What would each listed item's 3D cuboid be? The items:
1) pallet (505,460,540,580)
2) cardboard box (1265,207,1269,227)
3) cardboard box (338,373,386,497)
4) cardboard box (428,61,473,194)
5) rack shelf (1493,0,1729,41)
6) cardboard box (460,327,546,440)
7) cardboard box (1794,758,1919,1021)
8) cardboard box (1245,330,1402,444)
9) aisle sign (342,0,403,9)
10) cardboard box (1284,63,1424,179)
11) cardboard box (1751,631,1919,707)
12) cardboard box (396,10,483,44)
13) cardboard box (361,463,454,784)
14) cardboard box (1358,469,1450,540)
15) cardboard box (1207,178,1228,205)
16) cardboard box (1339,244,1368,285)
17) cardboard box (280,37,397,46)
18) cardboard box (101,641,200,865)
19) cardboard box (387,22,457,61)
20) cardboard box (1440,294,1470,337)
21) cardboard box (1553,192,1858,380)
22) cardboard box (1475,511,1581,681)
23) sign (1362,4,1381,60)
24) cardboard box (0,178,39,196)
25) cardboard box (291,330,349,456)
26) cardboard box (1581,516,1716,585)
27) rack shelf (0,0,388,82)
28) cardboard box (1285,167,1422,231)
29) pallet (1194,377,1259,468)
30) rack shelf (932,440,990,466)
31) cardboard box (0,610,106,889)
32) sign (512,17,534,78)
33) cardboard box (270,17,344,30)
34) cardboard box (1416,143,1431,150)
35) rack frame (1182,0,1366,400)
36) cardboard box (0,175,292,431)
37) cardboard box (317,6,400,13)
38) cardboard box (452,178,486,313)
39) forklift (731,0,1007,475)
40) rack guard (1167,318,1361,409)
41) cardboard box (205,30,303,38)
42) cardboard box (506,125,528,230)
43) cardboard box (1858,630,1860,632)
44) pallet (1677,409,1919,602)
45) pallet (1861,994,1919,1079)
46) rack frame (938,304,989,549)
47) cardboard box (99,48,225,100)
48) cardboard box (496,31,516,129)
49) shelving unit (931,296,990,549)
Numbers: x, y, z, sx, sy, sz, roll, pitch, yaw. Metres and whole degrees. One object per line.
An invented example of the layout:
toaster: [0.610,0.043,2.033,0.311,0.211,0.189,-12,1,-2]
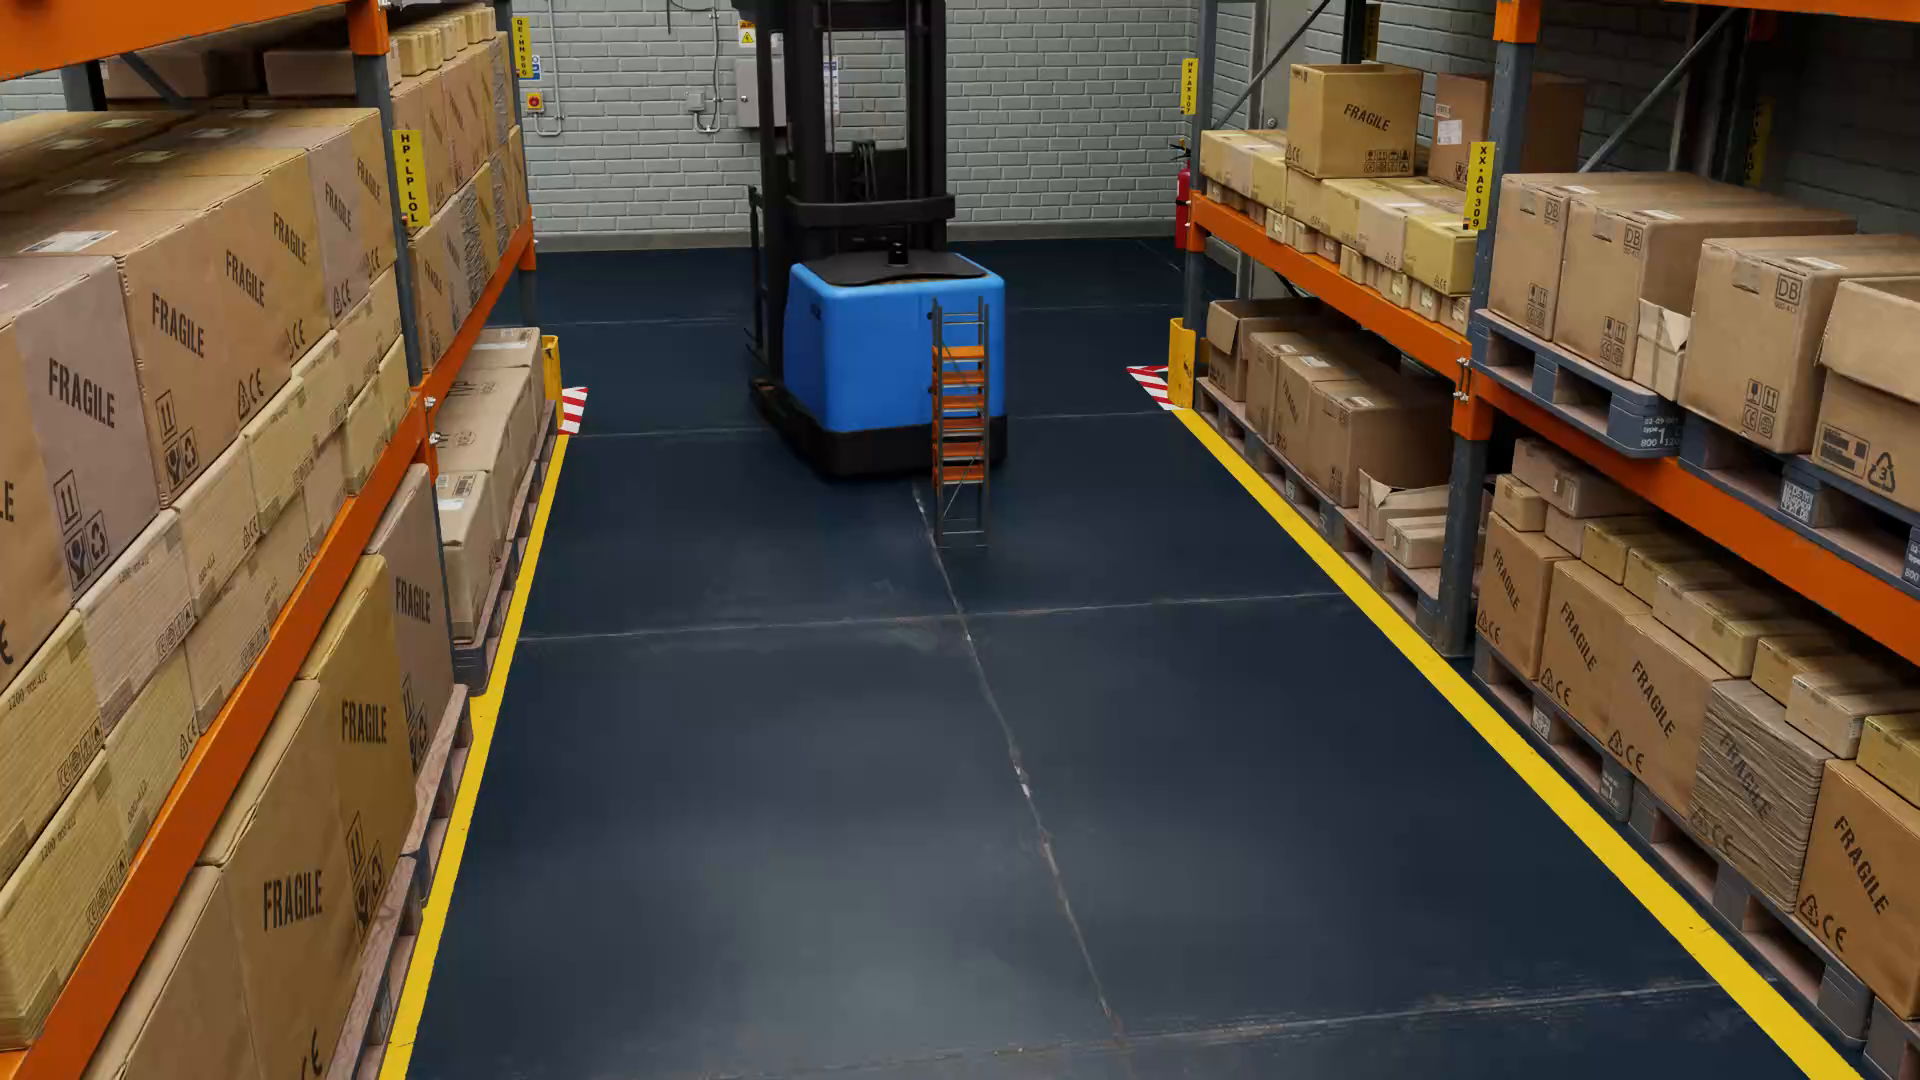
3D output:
pallet: [-2.633,-0.088,8.150,1.003,0.211,1.213,-3,21,-8]
cardboard box: [1.864,-1.738,8.940,0.380,0.149,0.250,-3,21,-7]
cardboard box: [-2.035,-0.314,4.985,0.500,0.250,0.500,-3,21,-9]
cardboard box: [-2.380,-1.749,7.040,0.500,0.500,0.500,-3,21,-7]
rack shelf: [2.202,-2.716,7.942,1.077,0.370,4.000,-3,21,-8]
cardboard box: [-2.804,-0.861,9.297,0.875,0.438,0.875,-4,21,-10]
cardboard box: [2.653,0.914,4.455,0.500,0.500,0.500,-2,21,-5]
cardboard box: [1.993,-0.851,9.181,0.700,0.500,0.500,-2,21,-6]
aisle sign: [-3.295,-3.317,9.094,0.394,0.787,0.004,-3,21,-8]
cardboard box: [1.929,-2.071,8.190,0.500,0.500,0.500,-2,21,-6]
cardboard box: [2.596,0.394,4.920,0.380,0.149,0.250,-3,21,-8]
cardboard box: [-2.572,-2.532,8.210,0.380,0.149,0.250,-2,21,-7]
cardboard box: [-2.253,0.306,5.547,0.875,0.875,0.875,-2,21,-6]
cardboard box: [2.068,-0.173,7.699,0.396,0.266,0.258,-2,21,-6]
cardboard box: [1.689,-2.095,9.897,0.380,0.149,0.250,-3,21,-8]
cardboard box: [1.998,-1.292,7.748,0.380,0.149,0.250,-3,21,-9]
cardboard box: [-2.341,-1.819,6.301,0.380,0.149,0.250,-3,21,-8]
cardboard box: [-1.758,0.393,3.092,0.500,0.250,0.500,-4,21,-9]
cardboard box: [-2.411,-2.173,7.249,0.380,0.149,0.250,-3,21,-8]
cardboard box: [2.194,-0.935,6.792,0.380,0.149,0.250,-3,21,-7]
cardboard box: [2.413,-0.841,5.437,0.700,0.500,0.500,-3,21,-7]
cardboard box: [2.337,0.198,6.372,0.500,0.500,0.500,-2,21,-5]
sign: [2.465,-3.052,9.993,0.100,0.325,0.005,-3,21,-8]
cardboard box: [-2.391,-0.525,3.762,0.500,0.500,0.500,-3,21,-9]
cardboard box: [-1.957,-0.375,4.434,0.500,0.250,0.500,-2,21,-6]
cardboard box: [2.443,0.033,5.886,0.380,0.149,0.250,-4,21,-11]
rack shelf: [-2.133,-1.079,3.560,1.077,0.370,4.000,-3,21,-8]
cardboard box: [1.956,-1.713,8.304,0.500,0.250,0.500,-3,21,-9]
pallet: [2.040,-0.731,9.873,1.003,0.211,1.213,-3,21,-8]
rack shelf: [0.002,-0.403,8.050,0.258,0.103,0.180,-3,21,-8]
cardboard box: [-1.673,0.330,2.547,0.500,0.250,0.500,-3,21,-8]
sign: [-2.459,-2.764,9.337,0.100,0.325,0.005,-3,21,-8]
cardboard box: [-3.048,-2.321,7.644,0.380,0.149,0.250,-3,21,-7]
cardboard box: [2.315,-2.085,9.300,0.500,0.250,0.500,-3,21,-8]
rack frame: [1.913,-2.340,10.195,1.000,3.000,0.127,-3,21,-8]
cardboard box: [-1.883,-0.543,3.811,0.500,0.500,0.500,-3,21,-7]
cardboard box: [-3.112,-2.684,8.615,0.380,0.149,0.250,-2,21,-6]
cardboard box: [-2.364,-1.273,7.195,0.500,0.500,0.500,-3,21,-7]
forklift: [-0.699,-2.206,9.934,1.130,2.935,3.031,-7,22,-18]
rack guard: [1.924,-1.143,10.561,1.175,0.500,0.348,-3,21,-8]
cardboard box: [-2.863,-1.968,6.700,0.380,0.149,0.250,-3,21,-8]
cardboard box: [-2.666,-1.982,9.092,0.500,0.500,0.500,-3,21,-7]
cardboard box: [3.057,0.274,5.241,0.380,0.149,0.250,-3,21,-7]
pallet: [2.782,-0.153,4.614,1.003,0.211,1.213,-3,21,-8]
pallet: [2.996,1.476,3.964,1.003,0.211,1.213,-3,21,-8]
rack frame: [0.015,-0.525,7.908,0.240,1.200,0.006,-3,21,-8]
cardboard box: [-2.781,-1.613,5.749,0.380,0.149,0.250,-3,21,-9]
cardboard box: [-2.693,-2.449,8.914,0.500,0.500,0.500,-2,21,-6]
shelving unit: [0.002,-0.557,7.993,0.258,1.200,0.189,-3,21,-8]
